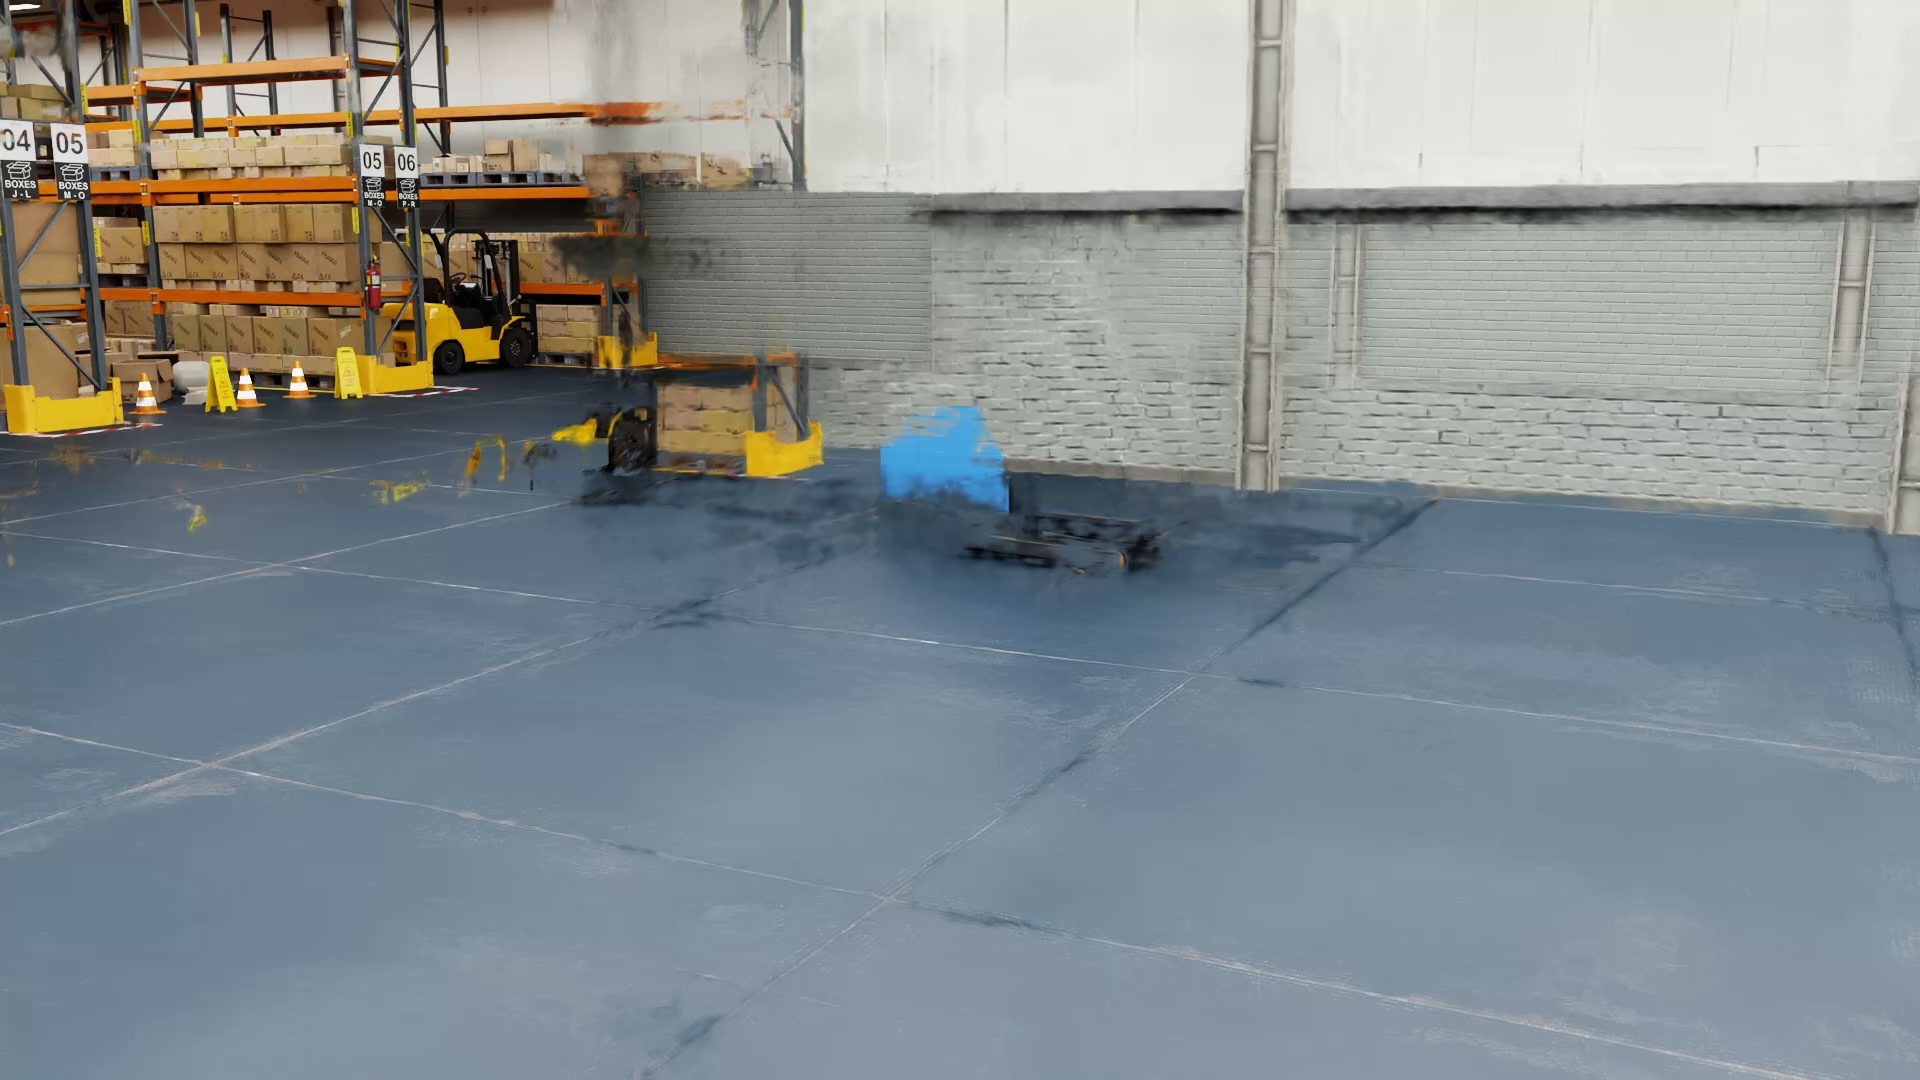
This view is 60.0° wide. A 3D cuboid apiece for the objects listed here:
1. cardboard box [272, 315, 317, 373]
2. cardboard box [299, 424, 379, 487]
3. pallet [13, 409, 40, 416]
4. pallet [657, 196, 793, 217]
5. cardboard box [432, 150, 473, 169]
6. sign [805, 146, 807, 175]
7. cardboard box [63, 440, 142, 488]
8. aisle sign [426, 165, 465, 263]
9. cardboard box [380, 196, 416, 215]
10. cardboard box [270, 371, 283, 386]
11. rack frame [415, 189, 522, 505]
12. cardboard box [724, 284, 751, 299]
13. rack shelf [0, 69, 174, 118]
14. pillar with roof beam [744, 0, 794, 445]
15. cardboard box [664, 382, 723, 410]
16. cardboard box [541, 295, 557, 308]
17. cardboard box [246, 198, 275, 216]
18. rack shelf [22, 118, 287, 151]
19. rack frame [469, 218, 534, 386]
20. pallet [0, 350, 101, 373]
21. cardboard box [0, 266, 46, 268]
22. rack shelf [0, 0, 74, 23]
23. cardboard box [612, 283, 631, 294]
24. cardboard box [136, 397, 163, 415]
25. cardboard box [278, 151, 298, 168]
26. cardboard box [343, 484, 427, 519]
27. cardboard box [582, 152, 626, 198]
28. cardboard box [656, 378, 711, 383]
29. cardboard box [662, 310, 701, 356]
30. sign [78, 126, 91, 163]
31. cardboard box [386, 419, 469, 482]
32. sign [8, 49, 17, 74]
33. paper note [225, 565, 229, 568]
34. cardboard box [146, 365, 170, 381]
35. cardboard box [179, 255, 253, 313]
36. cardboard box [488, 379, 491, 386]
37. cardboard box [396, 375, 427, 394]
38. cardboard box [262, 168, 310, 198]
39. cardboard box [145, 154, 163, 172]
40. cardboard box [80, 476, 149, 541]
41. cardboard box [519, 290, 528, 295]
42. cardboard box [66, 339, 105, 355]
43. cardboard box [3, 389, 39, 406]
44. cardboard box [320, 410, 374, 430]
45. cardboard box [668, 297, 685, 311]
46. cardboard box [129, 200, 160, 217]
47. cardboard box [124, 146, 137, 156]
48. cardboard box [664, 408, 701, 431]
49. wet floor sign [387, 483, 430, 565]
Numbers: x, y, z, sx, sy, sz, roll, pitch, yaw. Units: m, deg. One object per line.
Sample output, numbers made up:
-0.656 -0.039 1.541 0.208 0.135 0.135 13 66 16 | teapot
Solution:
-9.037 -3.760 22.468 0.500 0.500 0.500 5 11 26 | cardboard box
-8.838 -2.770 22.551 0.500 0.500 0.500 6 12 28 | cardboard box
-17.816 -4.002 32.752 1.213 0.211 1.003 5 11 26 | pallet
-5.964 -5.771 26.521 1.213 0.211 1.003 5 11 26 | pallet
-7.763 -5.291 22.086 0.250 0.149 0.380 5 11 25 | cardboard box
-5.091 -6.312 26.584 0.005 0.325 0.100 5 11 26 | sign
-11.593 -2.755 24.232 0.625 0.372 0.950 5 11 27 | cardboard box
-7.607 -4.714 21.553 0.004 0.787 0.394 5 11 26 | aisle sign
-7.978 -4.822 21.731 0.250 0.149 0.380 5 11 26 | cardboard box
-9.327 -3.481 22.747 0.250 0.149 0.380 5 11 26 | cardboard box
-7.534 -3.486 22.068 0.127 3.000 1.000 5 11 26 | rack frame
-5.756 -4.788 26.326 0.250 0.149 0.380 5 11 26 | cardboard box
-12.915 -6.360 24.245 4.000 0.370 1.077 5 11 26 | rack shelf
-7.472 -6.742 23.215 0.400 9.000 9.100 5 11 26 | pillar with roof beam
-6.353 -3.650 26.710 0.500 0.250 0.500 5 12 27 | cardboard box
-8.092 -4.828 27.380 0.250 0.149 0.380 5 12 27 | cardboard box
-9.375 -4.936 22.361 0.250 0.149 0.380 5 11 25 | cardboard box
-14.309 -7.468 30.369 4.000 0.370 1.077 5 11 26 | rack shelf
-8.929 -4.594 28.191 0.127 3.000 1.000 5 11 26 | rack frame
-12.915 -3.872 24.742 1.213 0.211 1.003 5 11 26 | pallet
-17.321 -5.826 32.477 0.500 0.500 0.500 5 11 24 | cardboard box
-17.896 -9.615 31.779 4.000 0.370 1.077 5 11 26 | rack shelf
-7.134 -4.908 26.989 0.250 0.149 0.380 5 11 27 | cardboard box
-14.379 -4.005 30.774 0.500 0.500 0.500 5 11 24 | cardboard box
-9.064 -5.327 22.285 0.250 0.149 0.380 5 11 24 | cardboard box
-8.400 -2.362 22.400 0.500 0.250 0.500 5 11 26 | cardboard box
-7.228 -6.206 26.927 0.637 0.503 0.797 5 12 28 | cardboard box
-6.582 -3.772 27.386 0.500 0.250 0.500 5 11 25 | cardboard box
-6.360 -4.367 26.657 0.500 0.500 0.500 5 12 28 | cardboard box
-11.364 -5.636 22.970 0.005 0.325 0.100 5 11 26 | sign
-8.157 -2.818 22.813 0.500 0.500 0.500 5 11 24 | cardboard box
-16.359 -8.590 30.579 0.005 0.325 0.100 5 11 26 | sign
-9.263 -1.781 20.987 0.142 0.019 0.148 1 10 6 | paper note
-10.731 -3.590 23.347 0.250 0.149 0.380 5 12 27 | cardboard box
-9.936 -4.332 22.818 0.500 0.500 0.700 5 11 25 | cardboard box
-9.401 -3.671 28.582 0.625 0.625 0.875 6 12 28 | cardboard box
-7.964 -3.357 22.064 0.250 0.149 0.380 5 12 28 | cardboard box
-9.030 -5.112 22.214 0.500 0.250 0.500 5 12 27 | cardboard box
-10.505 -5.431 22.858 0.250 0.149 0.380 5 11 24 | cardboard box
-10.763 -2.270 22.364 0.500 0.500 0.500 -4 11 -23 | cardboard box
-8.492 -5.033 27.679 0.250 0.149 0.380 5 11 27 | cardboard box
-11.705 -3.880 23.775 0.250 0.149 0.380 5 11 27 | cardboard box
-17.053 -4.111 32.019 0.258 0.266 0.396 5 12 28 | cardboard box
-8.727 -3.067 22.370 0.250 0.149 0.380 5 12 27 | cardboard box
-6.442 -4.697 26.656 0.250 0.149 0.380 5 11 25 | cardboard box
-10.742 -5.060 23.047 0.250 0.149 0.380 5 11 26 | cardboard box
-11.920 -5.804 24.290 0.500 0.250 0.500 5 11 25 | cardboard box
-6.361 -3.408 26.776 0.500 0.250 0.500 5 11 25 | cardboard box
-7.837 -2.141 21.250 0.267 0.644 0.232 -10 14 -43 | wet floor sign
